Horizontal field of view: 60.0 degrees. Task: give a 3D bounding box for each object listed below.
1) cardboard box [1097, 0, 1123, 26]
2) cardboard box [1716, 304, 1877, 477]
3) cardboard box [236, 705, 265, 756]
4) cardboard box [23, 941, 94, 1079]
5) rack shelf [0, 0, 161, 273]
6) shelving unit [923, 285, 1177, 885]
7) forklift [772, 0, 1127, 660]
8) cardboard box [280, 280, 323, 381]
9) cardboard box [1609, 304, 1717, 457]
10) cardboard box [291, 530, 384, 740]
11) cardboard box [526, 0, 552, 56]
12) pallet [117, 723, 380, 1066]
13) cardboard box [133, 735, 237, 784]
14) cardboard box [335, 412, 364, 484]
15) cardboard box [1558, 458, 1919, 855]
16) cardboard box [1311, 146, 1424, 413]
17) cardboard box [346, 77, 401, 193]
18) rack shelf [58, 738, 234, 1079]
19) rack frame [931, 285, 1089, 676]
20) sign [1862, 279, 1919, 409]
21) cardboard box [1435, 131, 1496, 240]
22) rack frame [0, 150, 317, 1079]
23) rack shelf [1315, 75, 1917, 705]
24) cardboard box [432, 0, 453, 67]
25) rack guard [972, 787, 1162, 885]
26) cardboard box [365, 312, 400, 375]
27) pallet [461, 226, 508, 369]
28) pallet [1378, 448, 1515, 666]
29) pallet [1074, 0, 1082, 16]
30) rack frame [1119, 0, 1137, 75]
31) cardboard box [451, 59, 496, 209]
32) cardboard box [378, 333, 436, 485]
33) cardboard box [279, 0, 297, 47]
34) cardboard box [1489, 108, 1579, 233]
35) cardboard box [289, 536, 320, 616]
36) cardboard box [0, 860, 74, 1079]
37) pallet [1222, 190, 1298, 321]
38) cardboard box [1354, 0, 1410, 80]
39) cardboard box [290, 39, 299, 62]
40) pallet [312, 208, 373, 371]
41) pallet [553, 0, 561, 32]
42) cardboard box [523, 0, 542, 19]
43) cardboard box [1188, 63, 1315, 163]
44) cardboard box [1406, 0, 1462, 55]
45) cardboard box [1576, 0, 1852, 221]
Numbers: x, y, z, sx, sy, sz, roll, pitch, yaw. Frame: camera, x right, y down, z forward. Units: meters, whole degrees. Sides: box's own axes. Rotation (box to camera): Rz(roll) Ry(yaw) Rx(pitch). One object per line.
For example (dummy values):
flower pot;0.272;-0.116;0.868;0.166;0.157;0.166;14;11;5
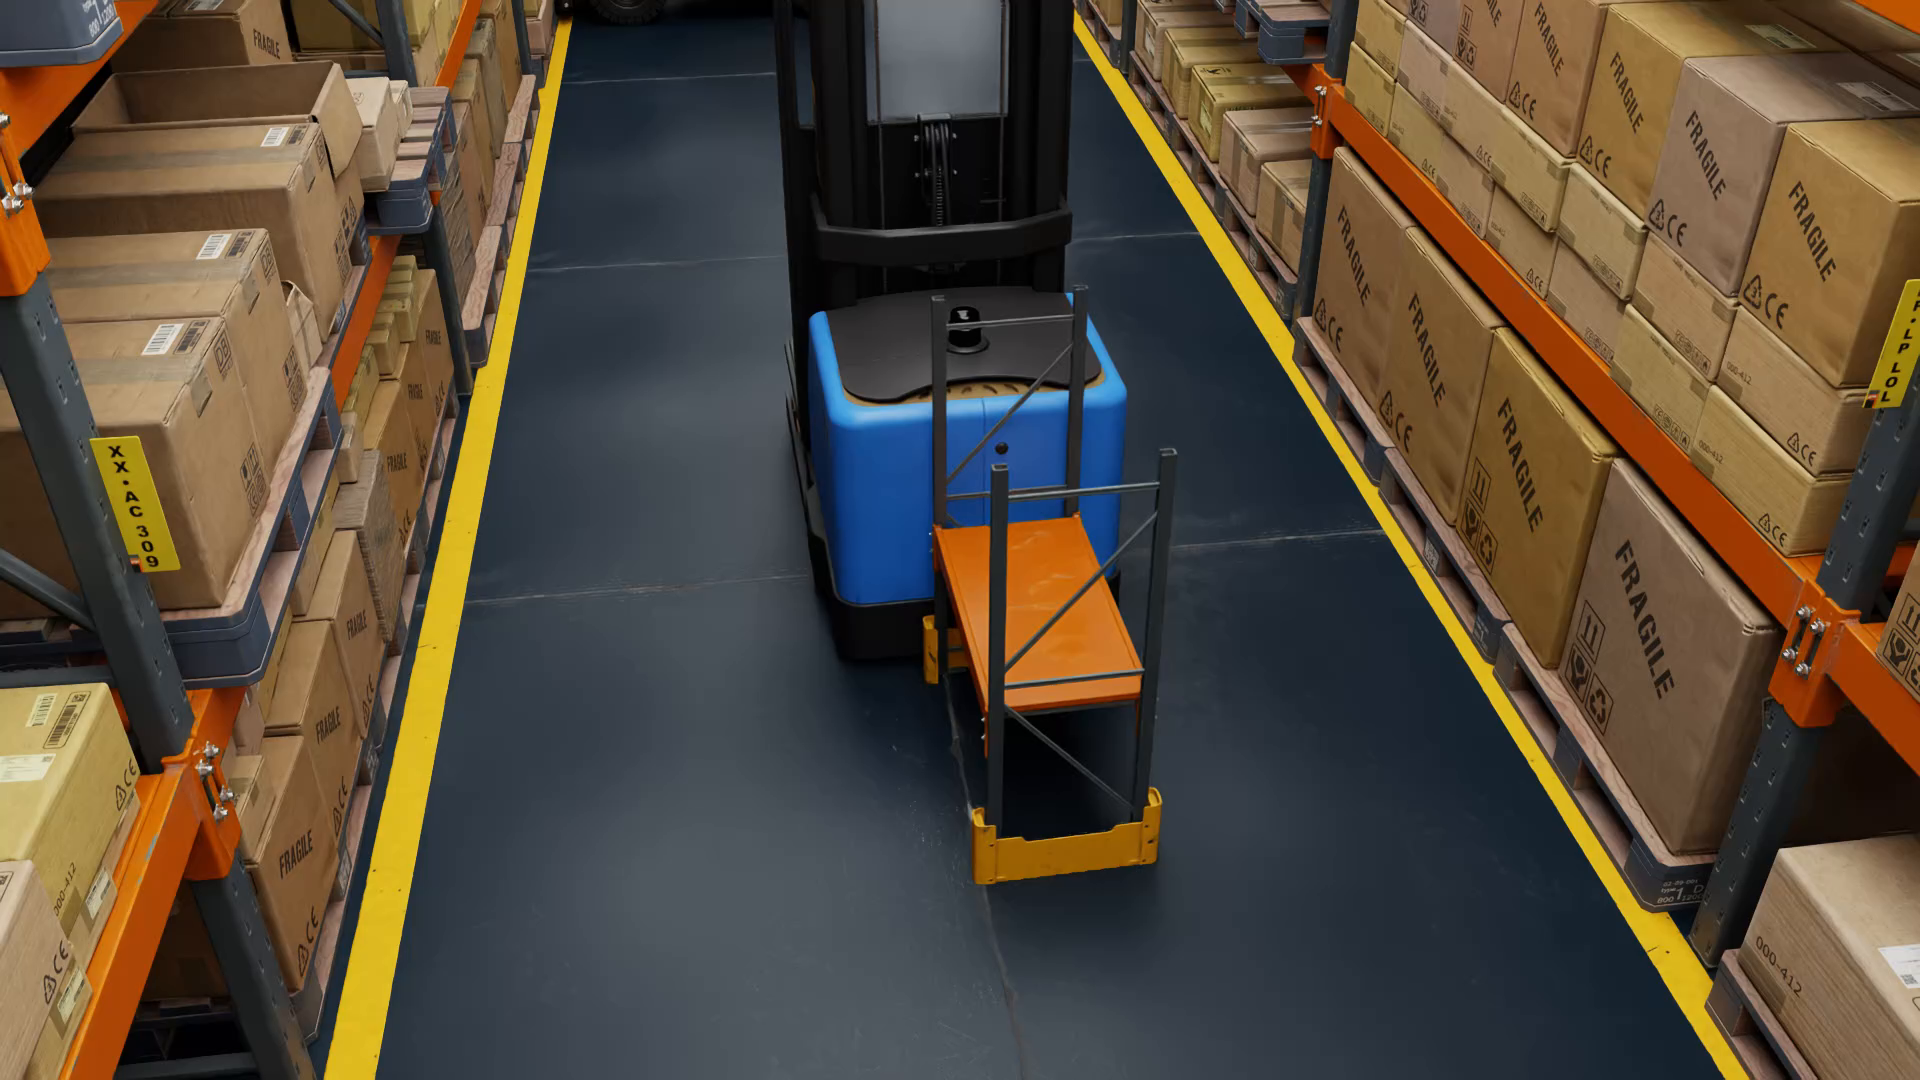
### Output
cardboard box;1.262;-3.856;11.813;0.500;0.250;0.500;-3;34;-4
cardboard box;2.384;-0.417;4.387;0.500;0.250;0.500;-4;35;-6
cardboard box;-2.133;0.556;4.541;0.380;0.149;0.250;-5;35;-8
cardboard box;-1.825;0.883;3.014;0.380;0.149;0.250;-4;34;-5
rack shelf;-2.503;-1.725;4.592;1.077;0.370;4.000;-4;35;-6
shelving unit;0.246;0.129;5.229;0.587;1.500;1.083;-6;35;-8
forklift;-0.171;-1.601;6.496;1.130;2.935;3.031;-6;35;-8
cardboard box;-2.041;-0.589;4.697;0.396;0.266;0.258;-3;34;-4
cardboard box;2.307;-0.498;4.950;0.500;0.250;0.500;-5;35;-7
cardboard box;-2.220;0.331;5.448;0.500;0.500;0.500;-5;35;-8
cardboard box;-3.047;-3.463;11.237;0.500;0.250;0.500;-4;34;-6
pallet;-2.381;1.035;5.044;1.003;0.211;1.213;-4;35;-6
cardboard box;-2.079;0.586;4.233;0.380;0.149;0.250;-5;35;-7
cardboard box;-2.304;-0.309;5.810;0.380;0.149;0.250;-6;35;-9
cardboard box;2.521;0.320;5.130;0.875;0.875;0.875;-3;34;-5
cardboard box;2.157;-1.180;7.332;0.875;0.875;0.875;-5;35;-7
cardboard box;-2.309;-1.446;5.968;0.500;0.250;0.500;-6;35;-9
rack shelf;-1.965;1.747;2.162;1.077;0.370;4.000;-4;35;-6
rack frame;0.158;-0.158;5.650;0.500;1.500;0.032;-6;35;-8
sign;2.148;-0.444;3.780;0.100;0.325;0.005;-4;35;-6
cardboard box;2.114;-1.344;6.192;0.500;0.250;0.500;-3;34;-5
rack frame;-2.231;0.333;3.597;0.949;2.616;0.053;-4;35;-6
rack shelf;2.415;-0.863;5.992;1.077;0.370;4.000;-4;35;-6
cardboard box;-2.652;-2.384;7.717;0.500;0.250;0.500;-5;35;-7
rack guard;0.330;0.922;5.175;0.587;0.250;0.087;-6;35;-8
cardboard box;-2.396;-0.751;6.458;0.380;0.149;0.250;-5;35;-8
pallet;-2.844;-1.209;8.336;1.003;0.211;1.213;-4;35;-6
pallet;2.338;0.001;6.562;1.003;0.211;1.213;-4;35;-6
pallet;1.315;-4.411;13.035;1.003;0.211;1.213;-4;35;-6
rack frame;1.608;-4.509;10.702;1.000;3.000;0.127;-4;35;-6
cardboard box;-3.029;-2.180;9.021;0.875;0.625;0.625;-6;35;-8
cardboard box;-2.445;-0.539;6.725;0.500;0.500;0.500;-5;35;-7
cardboard box;-3.108;-2.273;7.111;0.500;0.250;0.500;-4;34;-5
cardboard box;2.148;-1.268;5.636;0.500;0.250;0.500;-4;34;-6
cardboard box;-2.225;0.119;5.182;0.380;0.149;0.250;-4;35;-6
cardboard box;-1.842;0.817;2.757;0.500;0.250;0.500;-4;35;-6
pallet;2.042;-1.560;8.852;1.003;0.211;1.213;-4;35;-6
cardboard box;1.969;-2.120;6.886;0.500;0.250;0.500;-5;35;-7
cardboard box;-3.086;-2.068;7.254;0.500;0.250;0.500;-5;35;-7
pallet;-2.506;-0.734;5.334;1.003;0.211;1.213;-4;35;-6
pallet;-3.543;-4.108;12.590;1.003;0.211;1.213;-4;35;-6
cardboard box;-3.069;-3.668;11.093;0.500;0.250;0.500;-5;35;-7
cardboard box;1.876;-2.515;9.737;0.950;0.372;0.625;-3;34;-5
cardboard box;2.046;-2.161;6.281;0.500;0.500;0.500;-4;35;-6
cardboard box;2.249;-1.302;5.020;0.500;0.500;0.500;-3;34;-5
